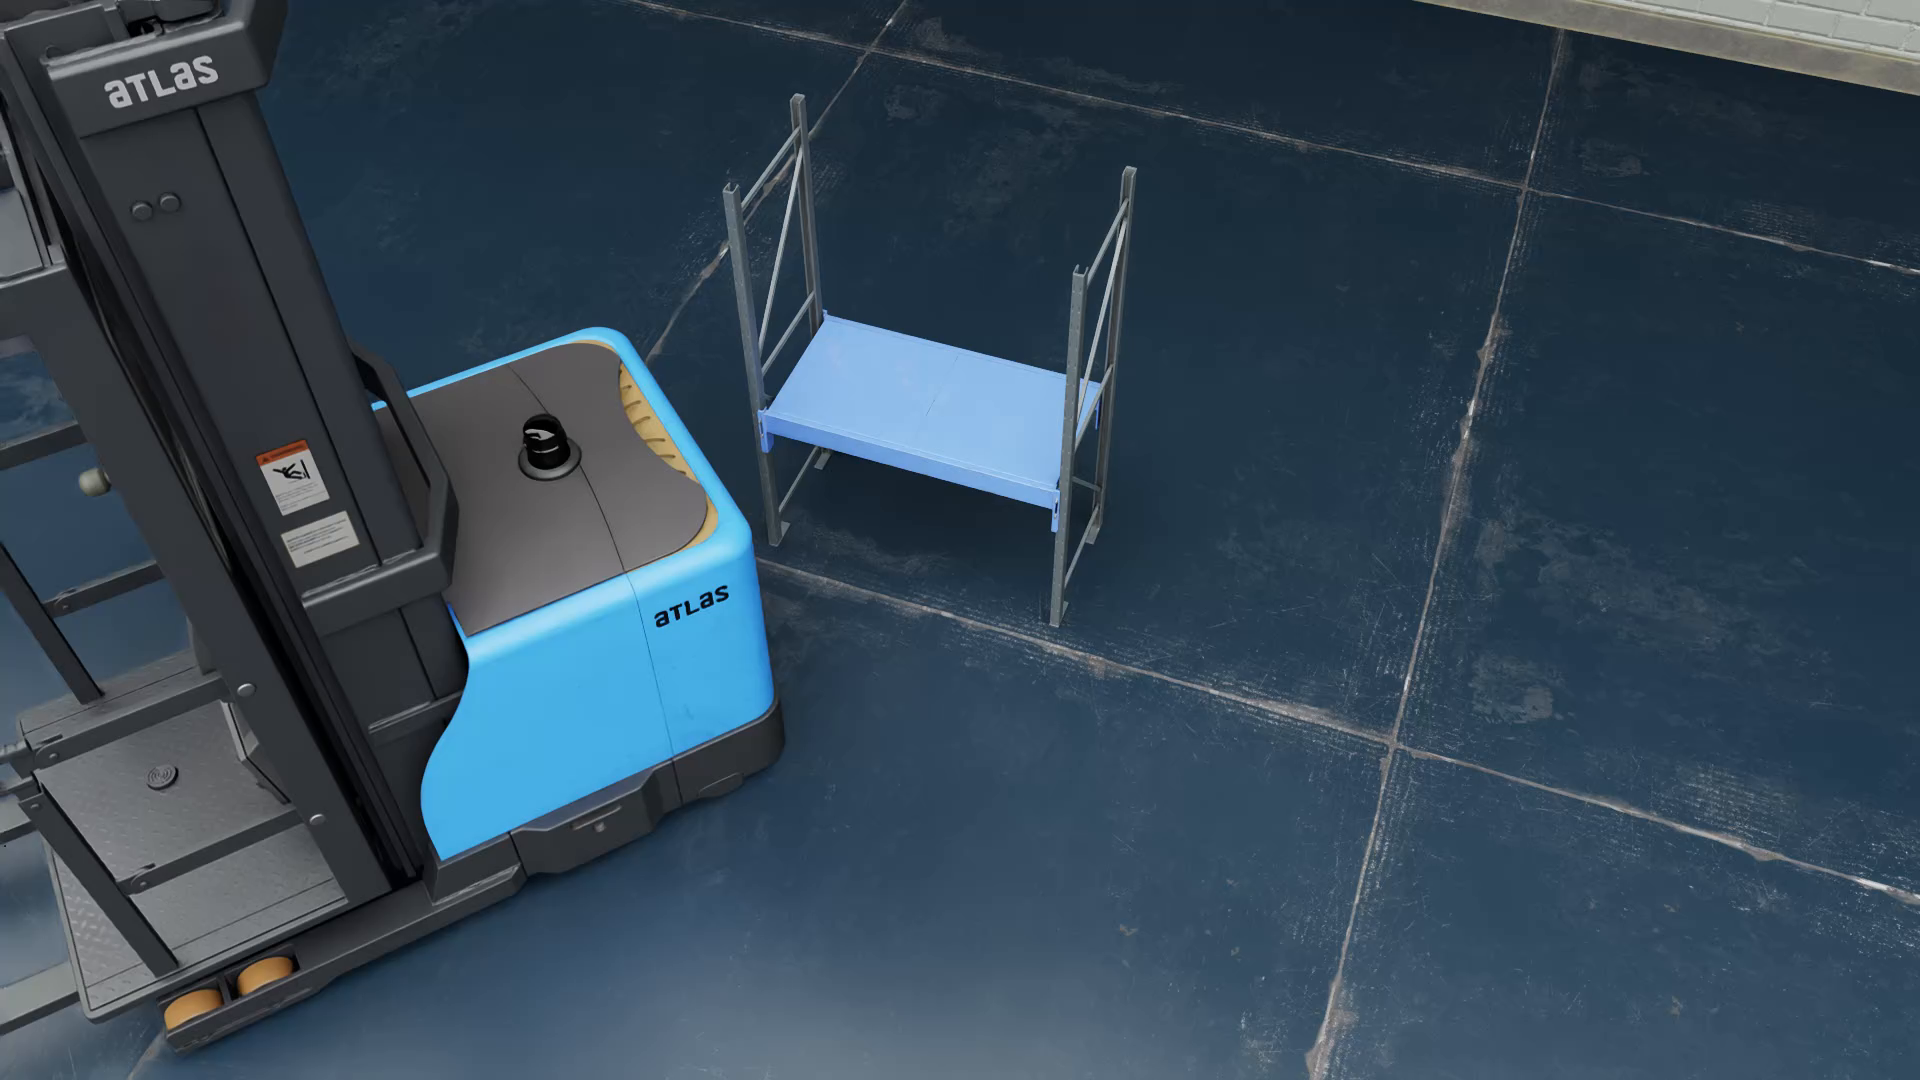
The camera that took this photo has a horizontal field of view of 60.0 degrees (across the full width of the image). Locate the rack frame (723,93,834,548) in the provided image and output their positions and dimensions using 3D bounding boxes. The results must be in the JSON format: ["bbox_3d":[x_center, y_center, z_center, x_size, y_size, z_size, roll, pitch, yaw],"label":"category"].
[{"bbox_3d":[-0.557,-0.647,5.318,0.032,1.500,0.500,16,51,13],"label":"rack frame"}]

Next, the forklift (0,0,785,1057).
[{"bbox_3d":[-2.074,-0.039,3.844,3.031,2.935,1.130,-23,53,-19],"label":"forklift"}]

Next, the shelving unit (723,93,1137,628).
[{"bbox_3d":[-0.080,-0.514,5.203,1.048,1.500,0.538,16,51,13],"label":"shelving unit"}]

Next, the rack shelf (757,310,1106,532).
[{"bbox_3d":[-0.080,-0.396,5.339,1.000,0.185,0.538,16,51,13],"label":"rack shelf"}]

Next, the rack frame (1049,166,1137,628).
[{"bbox_3d":[0.397,-0.380,5.087,0.032,1.500,0.500,16,51,13],"label":"rack frame"}]
